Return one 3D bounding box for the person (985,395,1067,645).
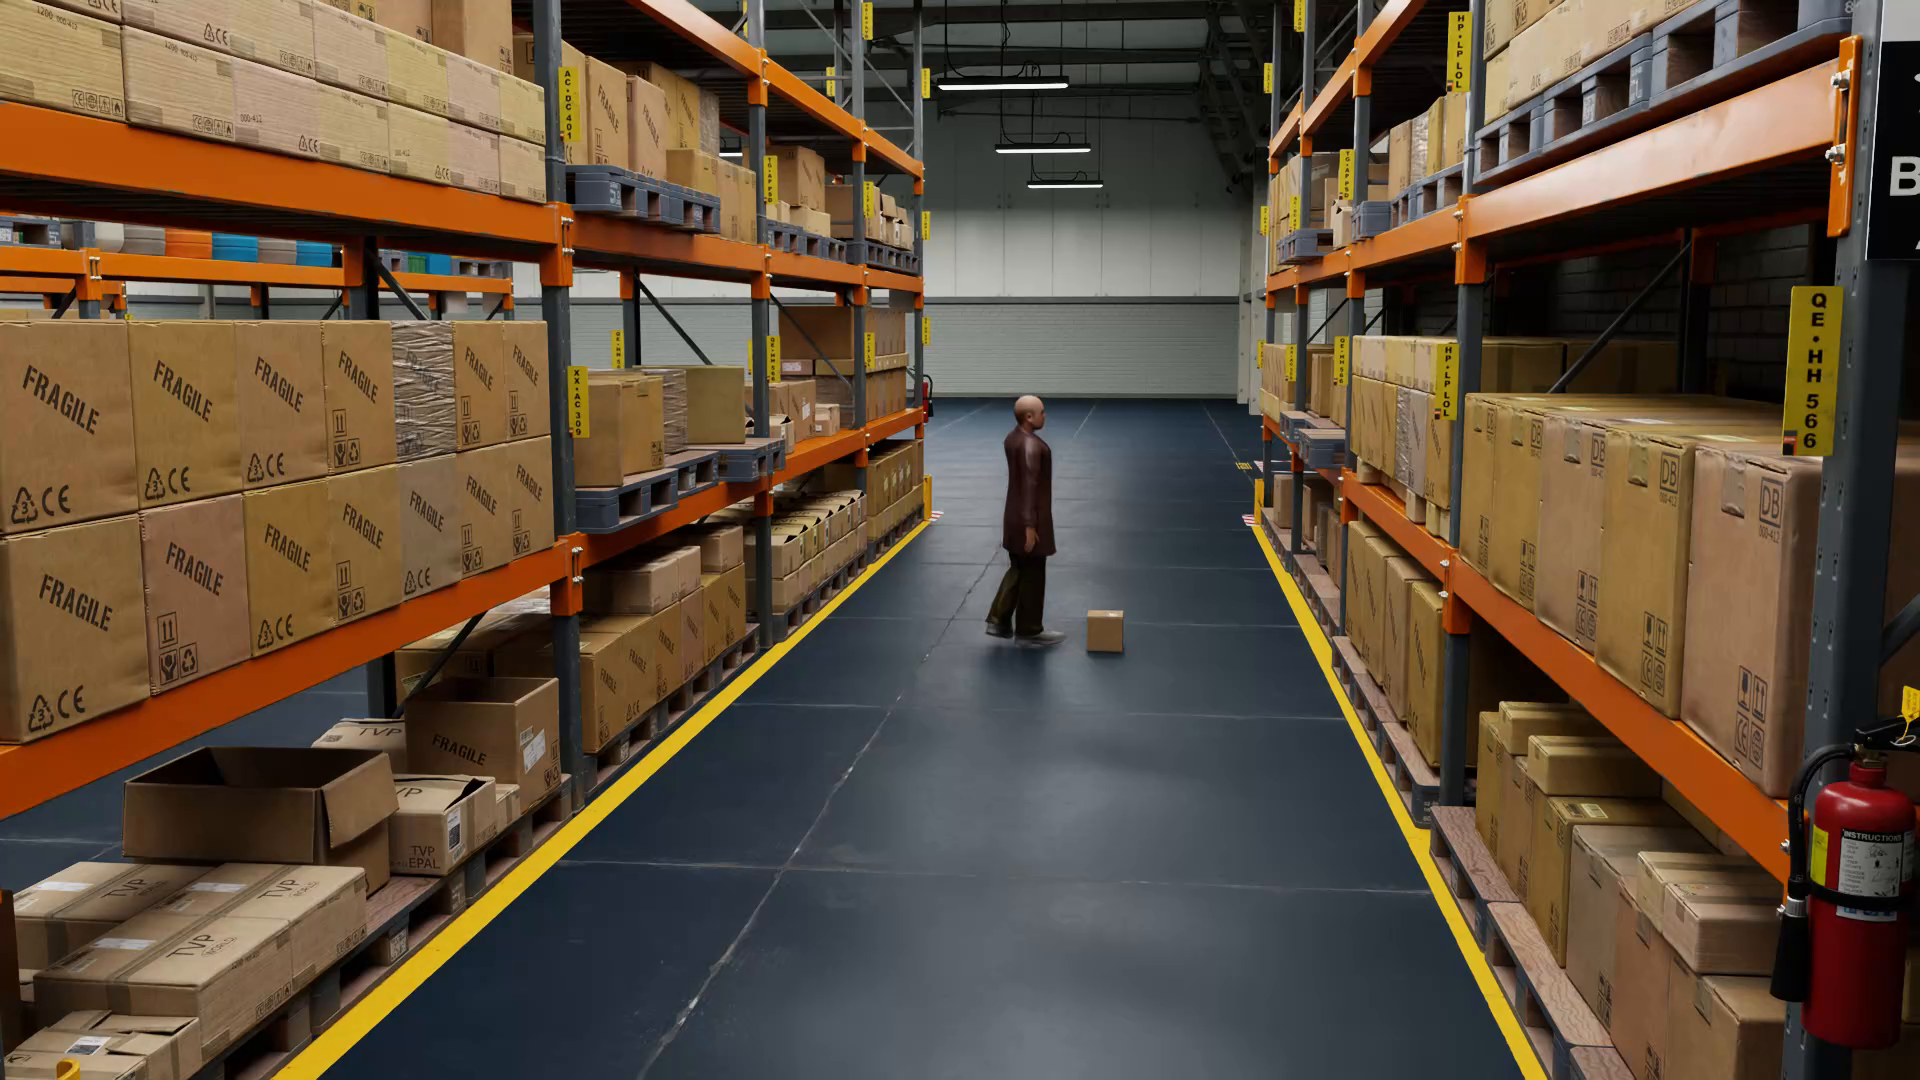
[{"bbox_3d":[0.470,-0.132,11.729,0.579,1.778,0.685,-2,8,-16],"label":"person"}]
